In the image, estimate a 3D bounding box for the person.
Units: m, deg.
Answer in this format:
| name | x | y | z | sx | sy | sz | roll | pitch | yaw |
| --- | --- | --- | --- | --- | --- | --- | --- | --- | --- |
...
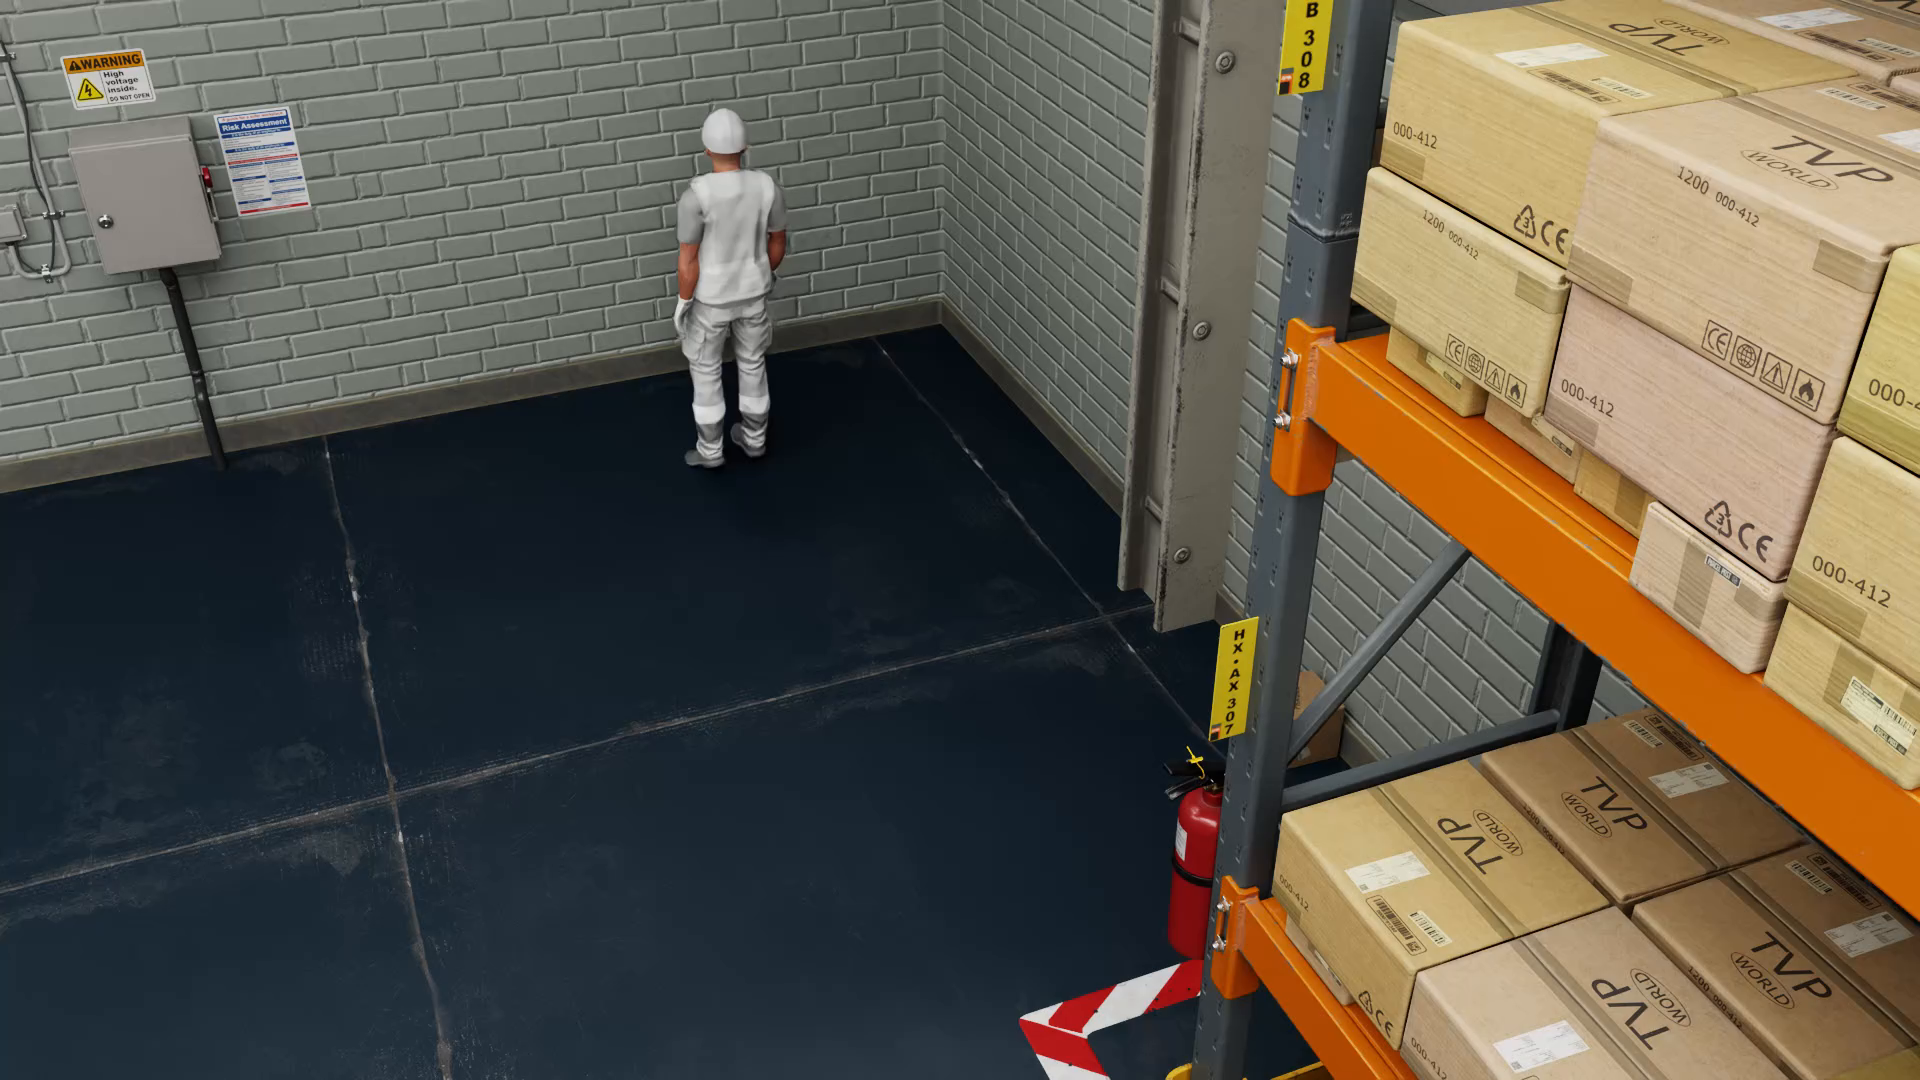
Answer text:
| name | x | y | z | sx | sy | sz | roll | pitch | yaw |
| --- | --- | --- | --- | --- | --- | --- | --- | --- | --- |
| person | -1.107 | -1.140 | 7.894 | 0.591 | 1.796 | 0.446 | -17 | 37 | -24 |
